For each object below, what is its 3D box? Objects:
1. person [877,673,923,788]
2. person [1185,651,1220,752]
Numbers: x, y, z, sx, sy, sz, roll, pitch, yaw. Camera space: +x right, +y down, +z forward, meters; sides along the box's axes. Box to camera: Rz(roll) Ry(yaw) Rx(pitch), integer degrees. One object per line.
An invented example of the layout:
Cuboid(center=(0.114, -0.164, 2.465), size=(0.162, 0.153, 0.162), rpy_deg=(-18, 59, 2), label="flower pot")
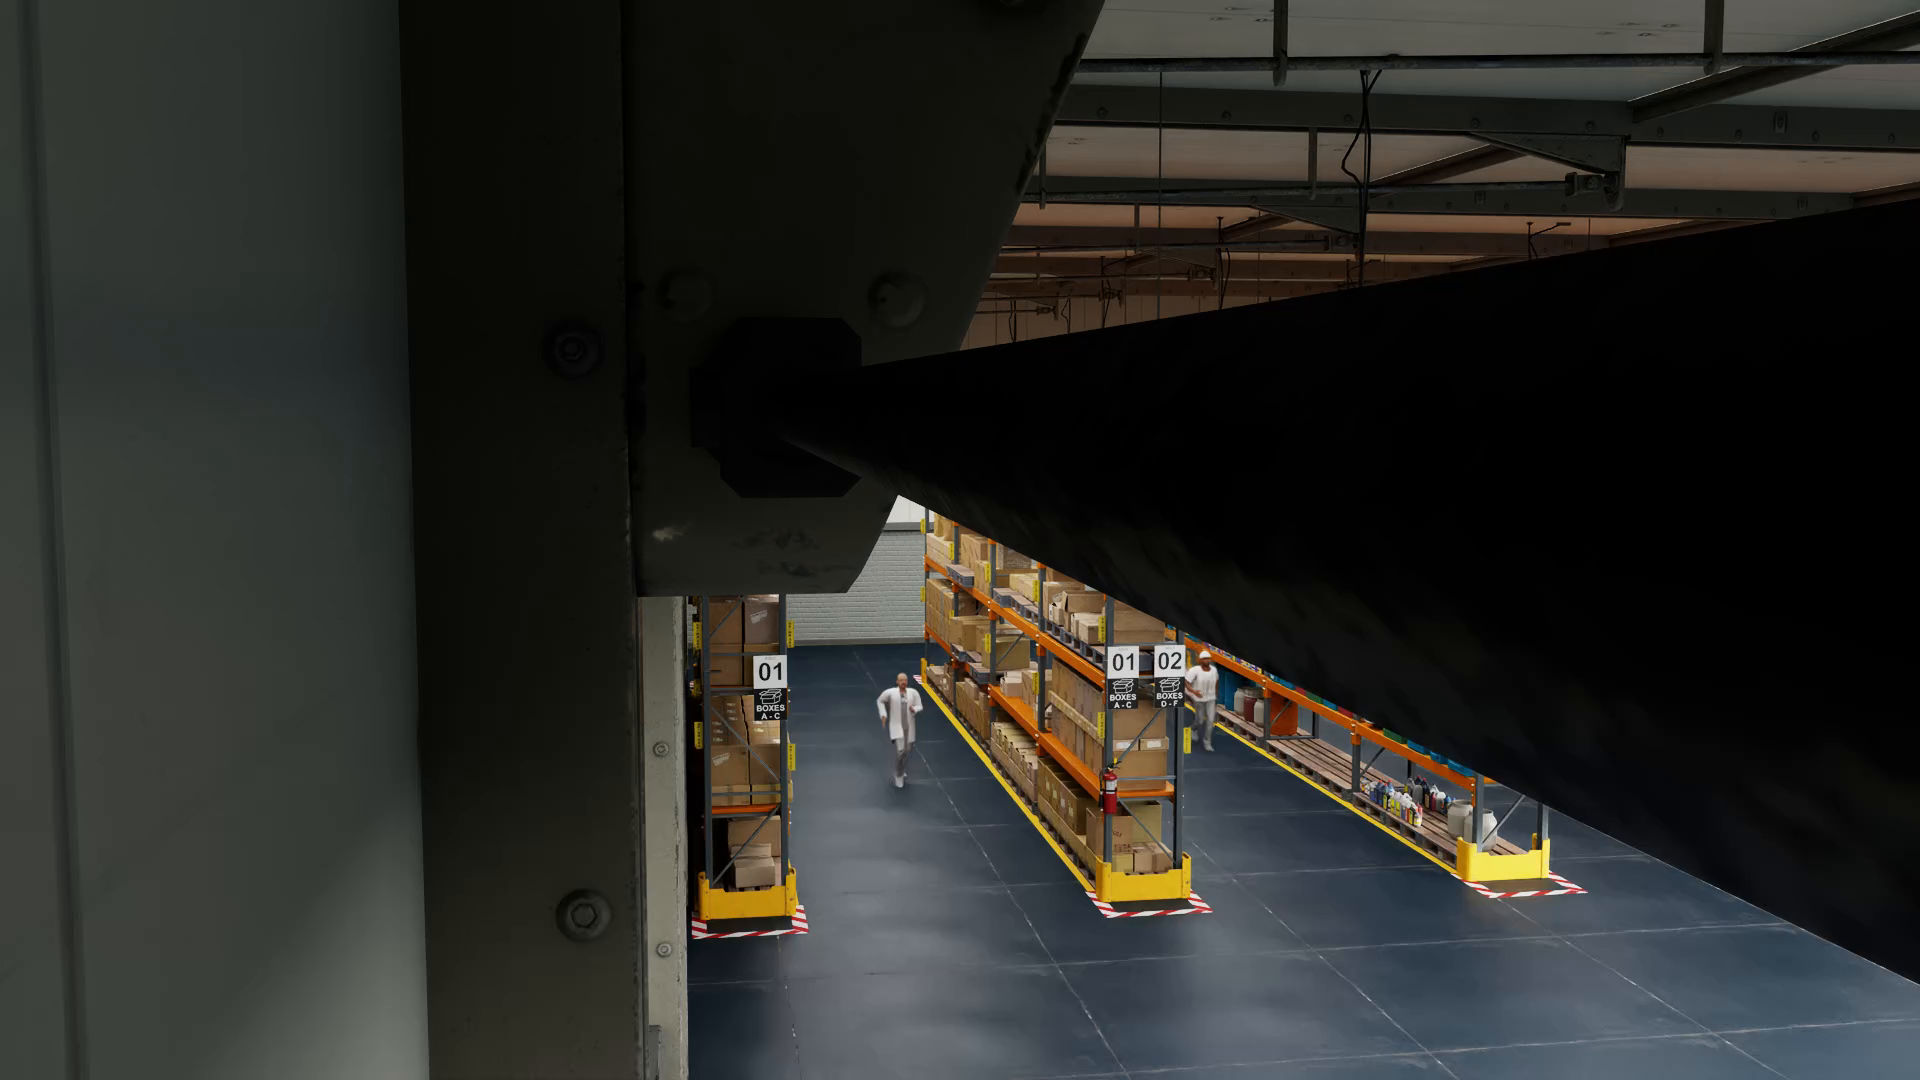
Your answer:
Cuboid(center=(-0.946, 3.077, 26.997), size=(0.670, 1.846, 0.829), rpy_deg=(-2, 5, -21), label="person")
Cuboid(center=(4.345, 2.849, 29.717), size=(0.703, 1.758, 0.853), rpy_deg=(-1, 5, -11), label="person")
